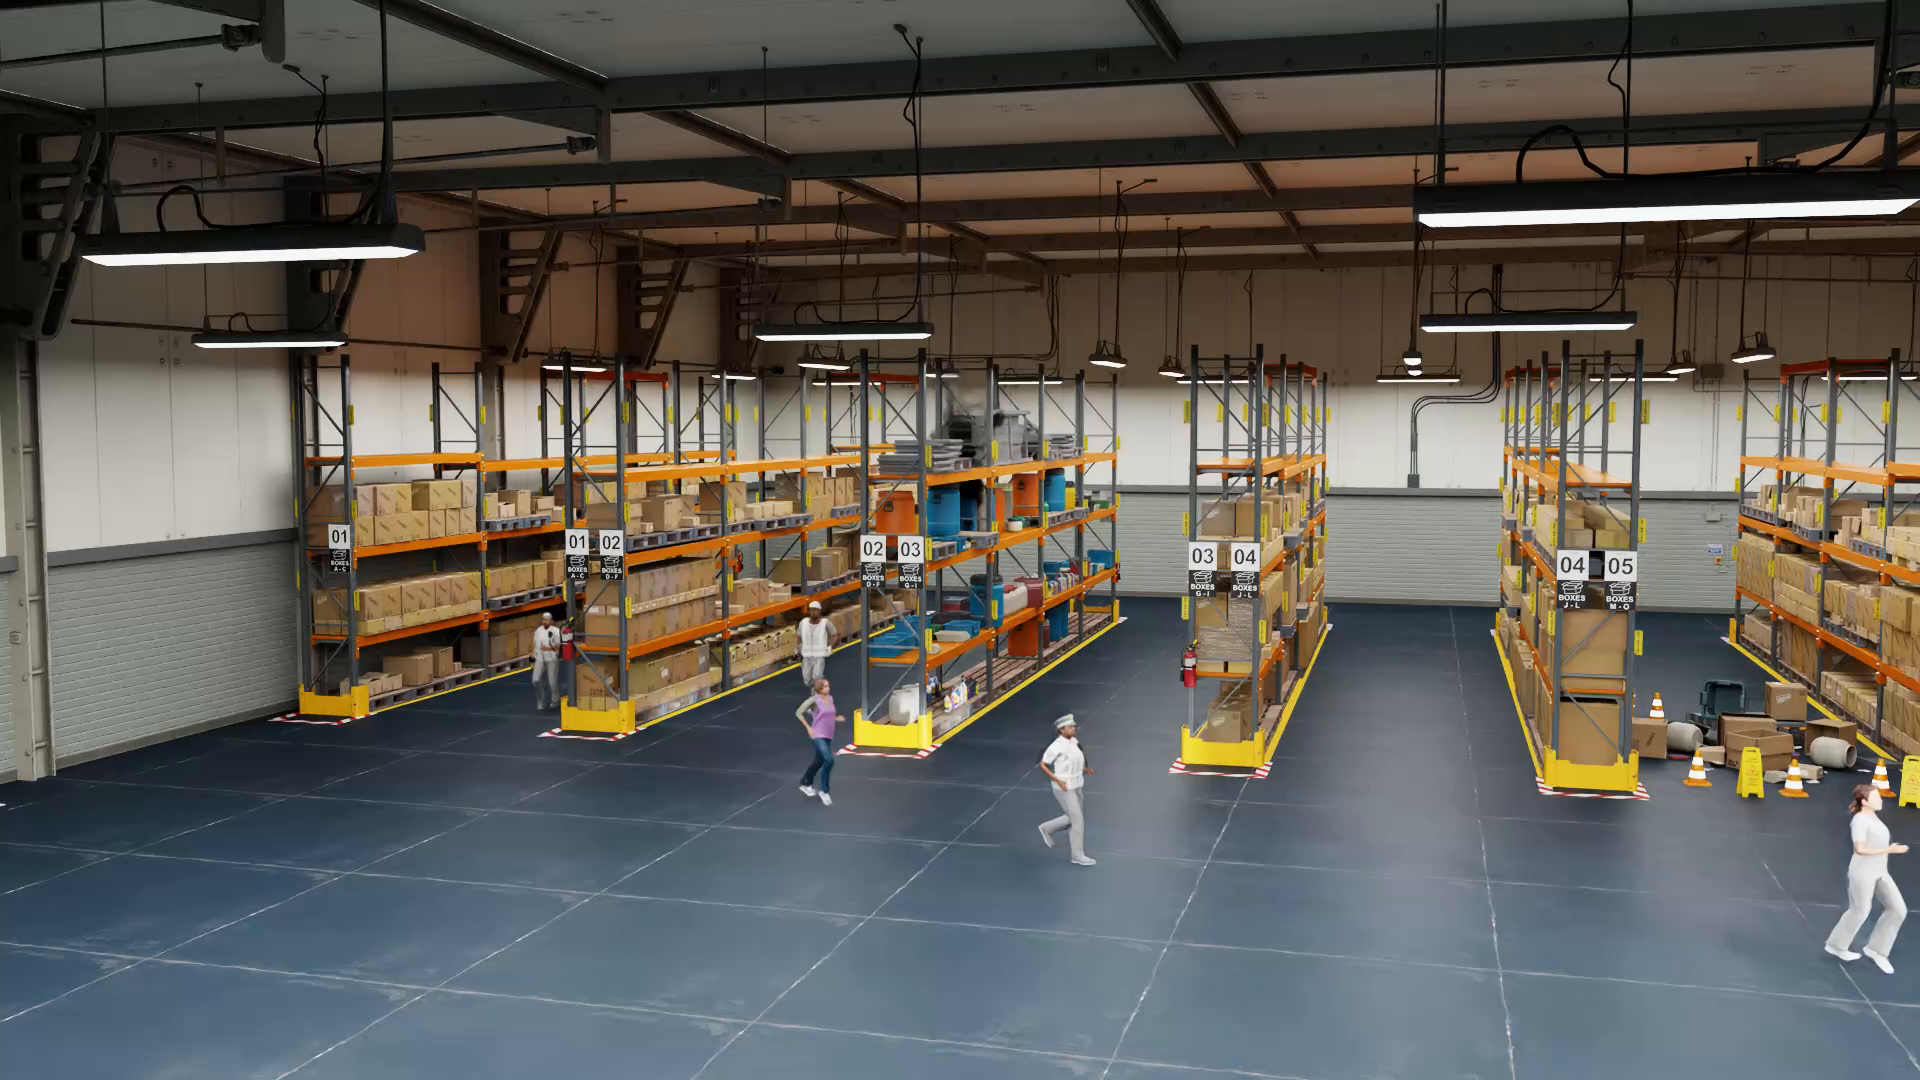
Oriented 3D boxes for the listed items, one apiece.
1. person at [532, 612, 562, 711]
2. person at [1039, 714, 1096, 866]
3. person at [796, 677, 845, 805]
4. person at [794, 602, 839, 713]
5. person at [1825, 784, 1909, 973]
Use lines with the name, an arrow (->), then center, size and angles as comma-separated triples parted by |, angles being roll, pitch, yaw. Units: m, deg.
person -> -7.021, 2.064, 28.222 | 0.577, 1.679, 0.682 | 0, 4, 4
person -> 1.187, 2.769, 18.638 | 0.796, 1.667, 0.588 | 3, 5, 37
person -> -1.802, 2.596, 21.535 | 0.718, 1.638, 0.518 | 3, 5, 33
person -> -2.304, 1.856, 26.465 | 0.680, 1.760, 0.761 | 1, 4, 11
person -> 8.205, 3.045, 15.008 | 0.544, 1.705, 0.691 | -3, 5, -37
